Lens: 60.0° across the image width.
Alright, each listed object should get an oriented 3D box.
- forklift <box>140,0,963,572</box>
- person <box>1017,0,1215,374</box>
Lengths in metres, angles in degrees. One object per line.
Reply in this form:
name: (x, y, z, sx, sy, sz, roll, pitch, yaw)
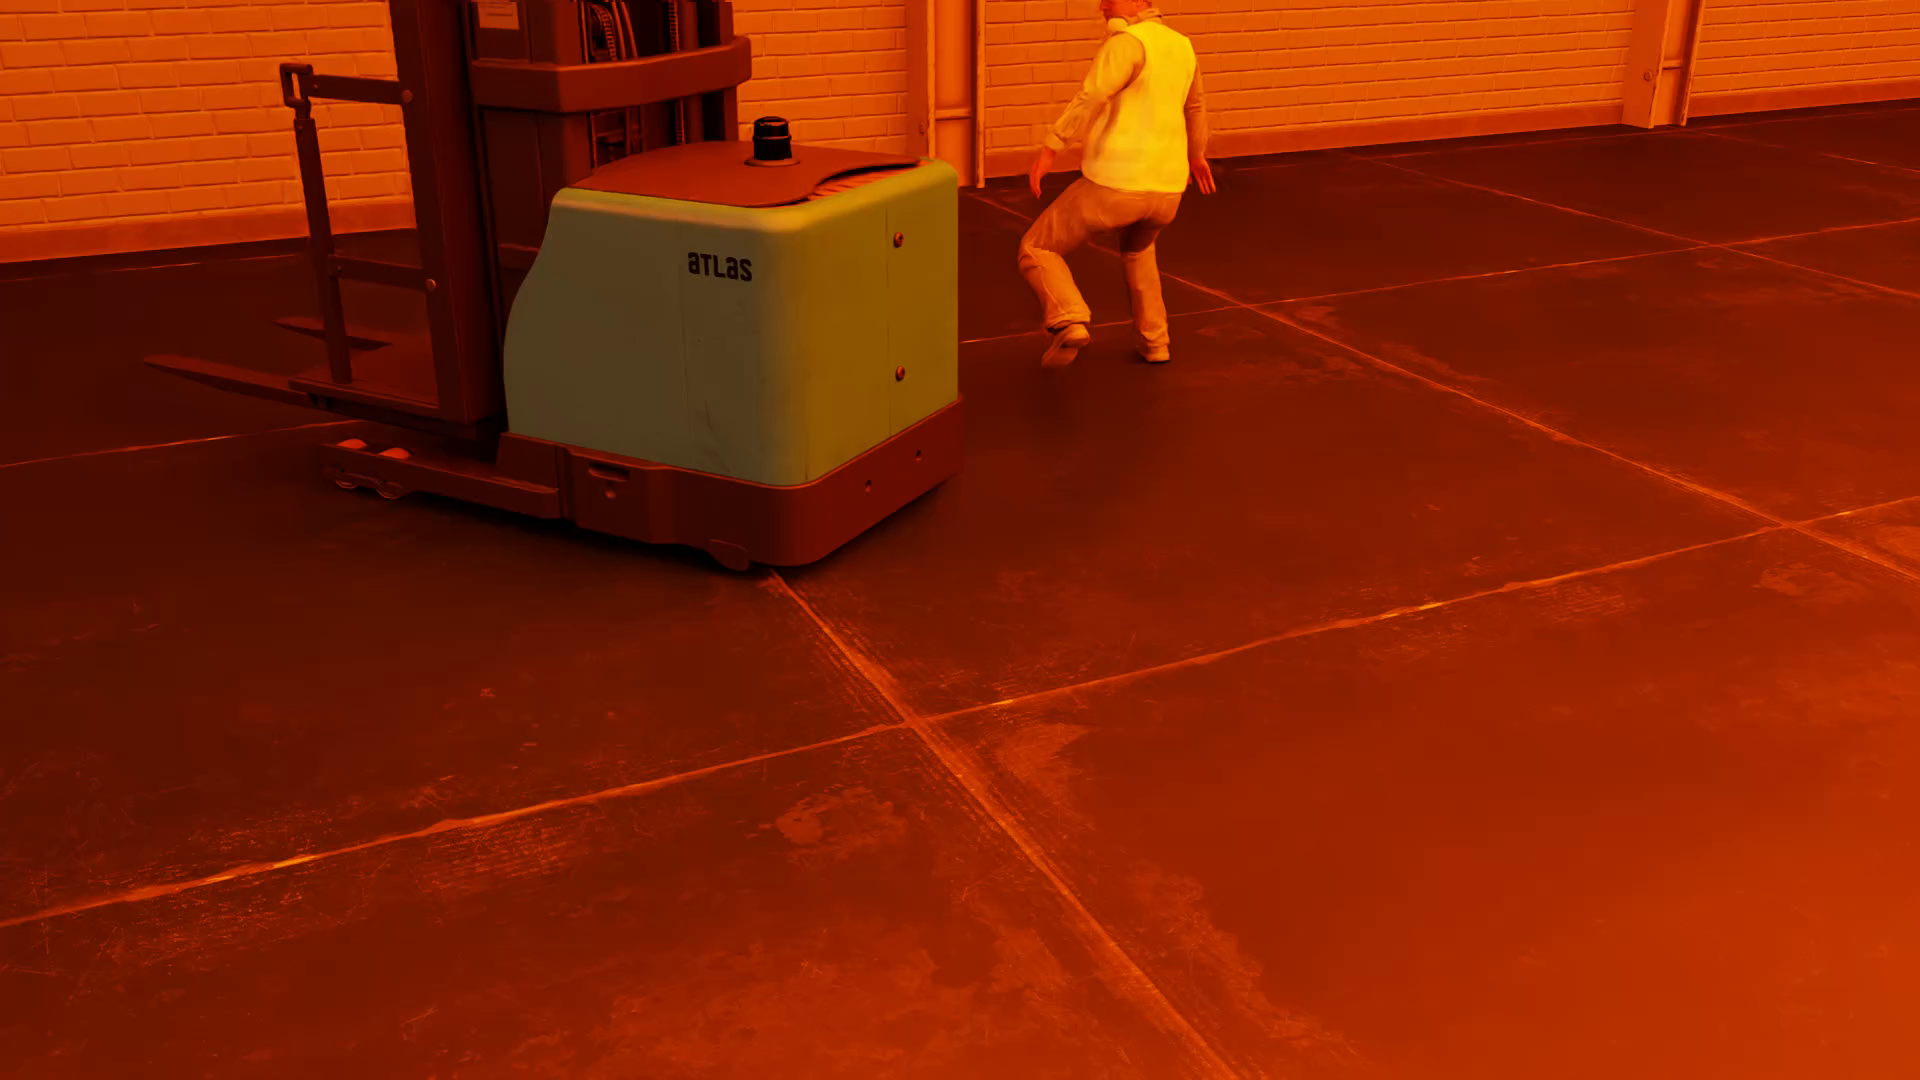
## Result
forklift: (-1.533, -1.649, 5.256, 3.031, 2.935, 1.130, 12, 25, 26)
person: (0.653, -1.443, 6.511, 1.047, 1.653, 0.503, -16, 28, -34)
